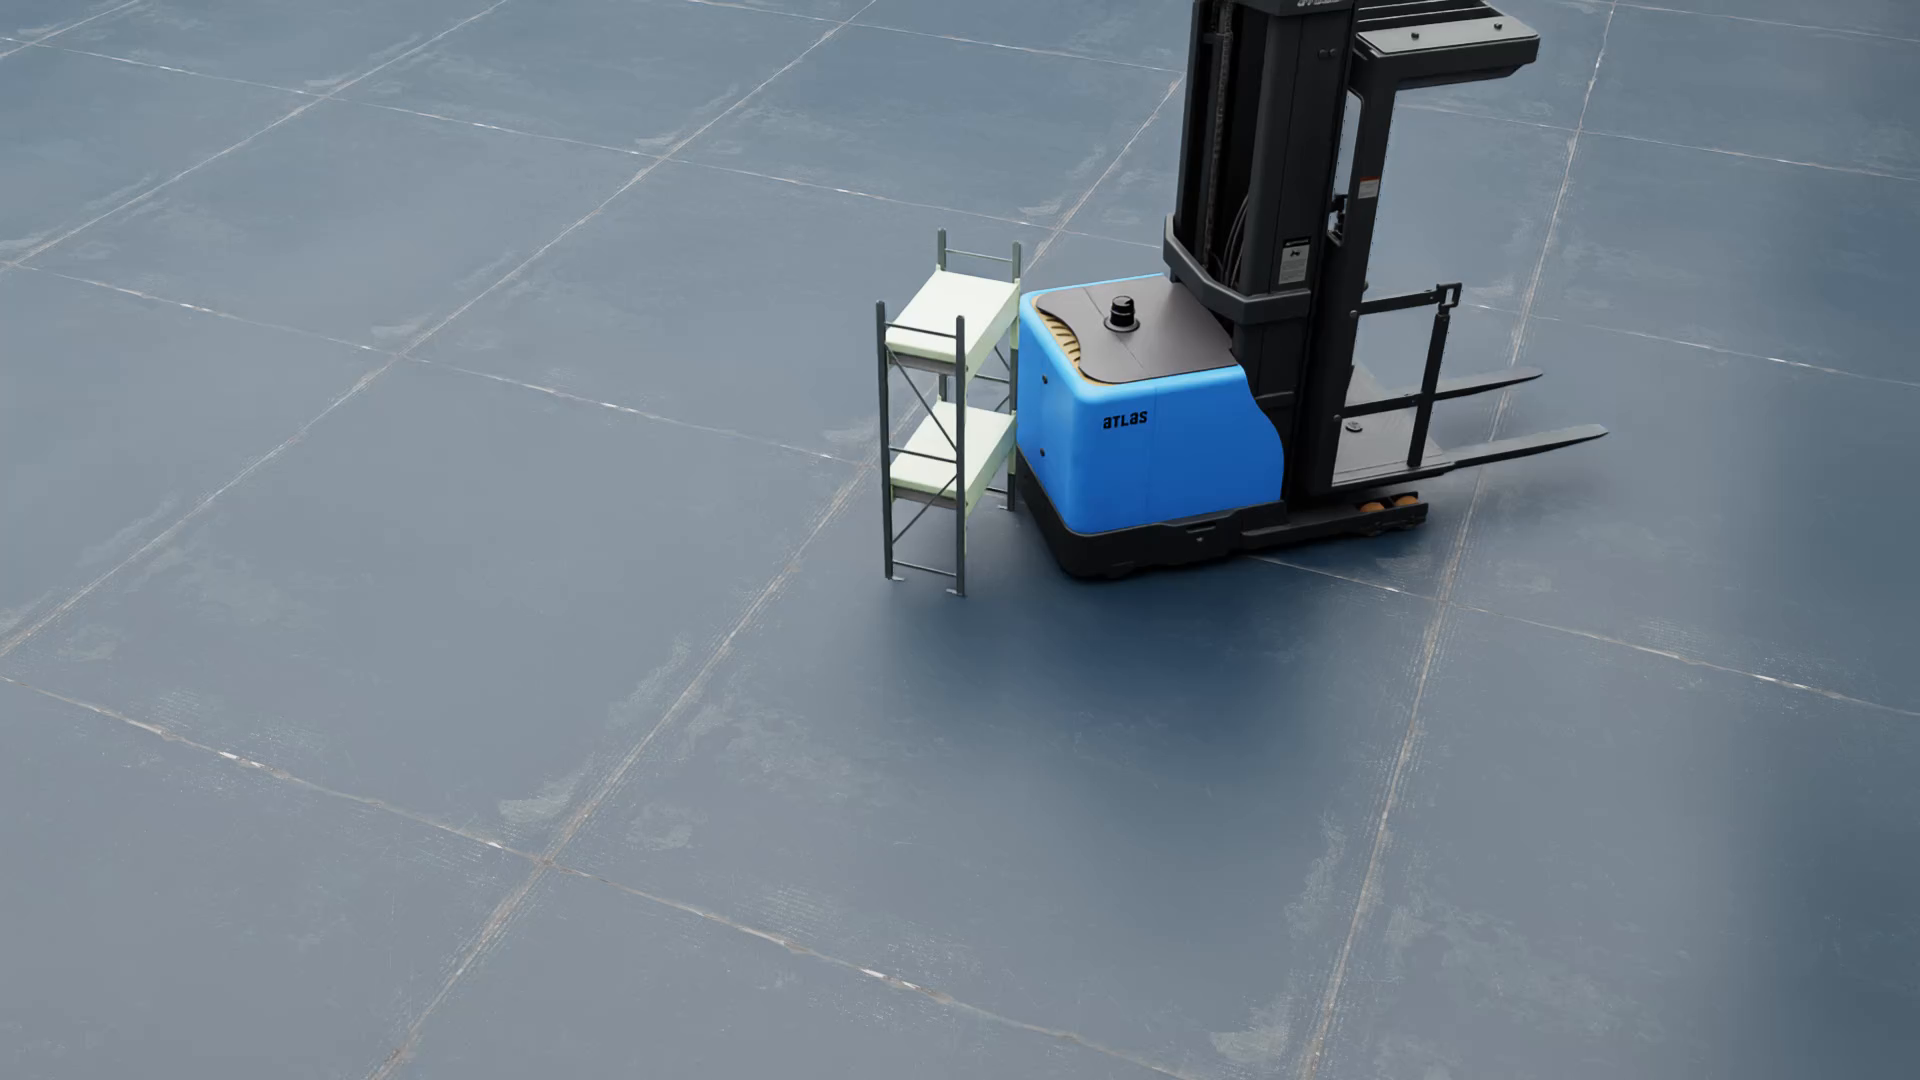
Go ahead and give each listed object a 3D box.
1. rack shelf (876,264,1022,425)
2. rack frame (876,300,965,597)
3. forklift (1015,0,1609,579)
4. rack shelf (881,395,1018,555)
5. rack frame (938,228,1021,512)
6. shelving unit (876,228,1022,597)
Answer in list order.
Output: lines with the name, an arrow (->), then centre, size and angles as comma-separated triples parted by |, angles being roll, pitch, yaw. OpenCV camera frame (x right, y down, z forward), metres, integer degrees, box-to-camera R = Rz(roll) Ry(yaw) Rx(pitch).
rack shelf -> -0.041, -0.897, 7.546 | 0.431, 0.370, 0.720 | 13, 39, 16
rack frame -> -0.170, -0.379, 7.505 | 0.400, 1.500, 0.023 | 13, 39, 16
forklift -> 1.824, -1.487, 7.792 | 3.031, 2.935, 1.130 | -10, 38, -13
rack shelf -> -0.041, -0.323, 7.974 | 0.431, 0.370, 0.720 | 13, 39, 16
rack frame -> 0.087, -0.790, 8.054 | 0.400, 1.500, 0.023 | 13, 39, 16
shelving unit -> -0.041, -0.585, 7.779 | 0.431, 1.500, 0.755 | 13, 39, 16
